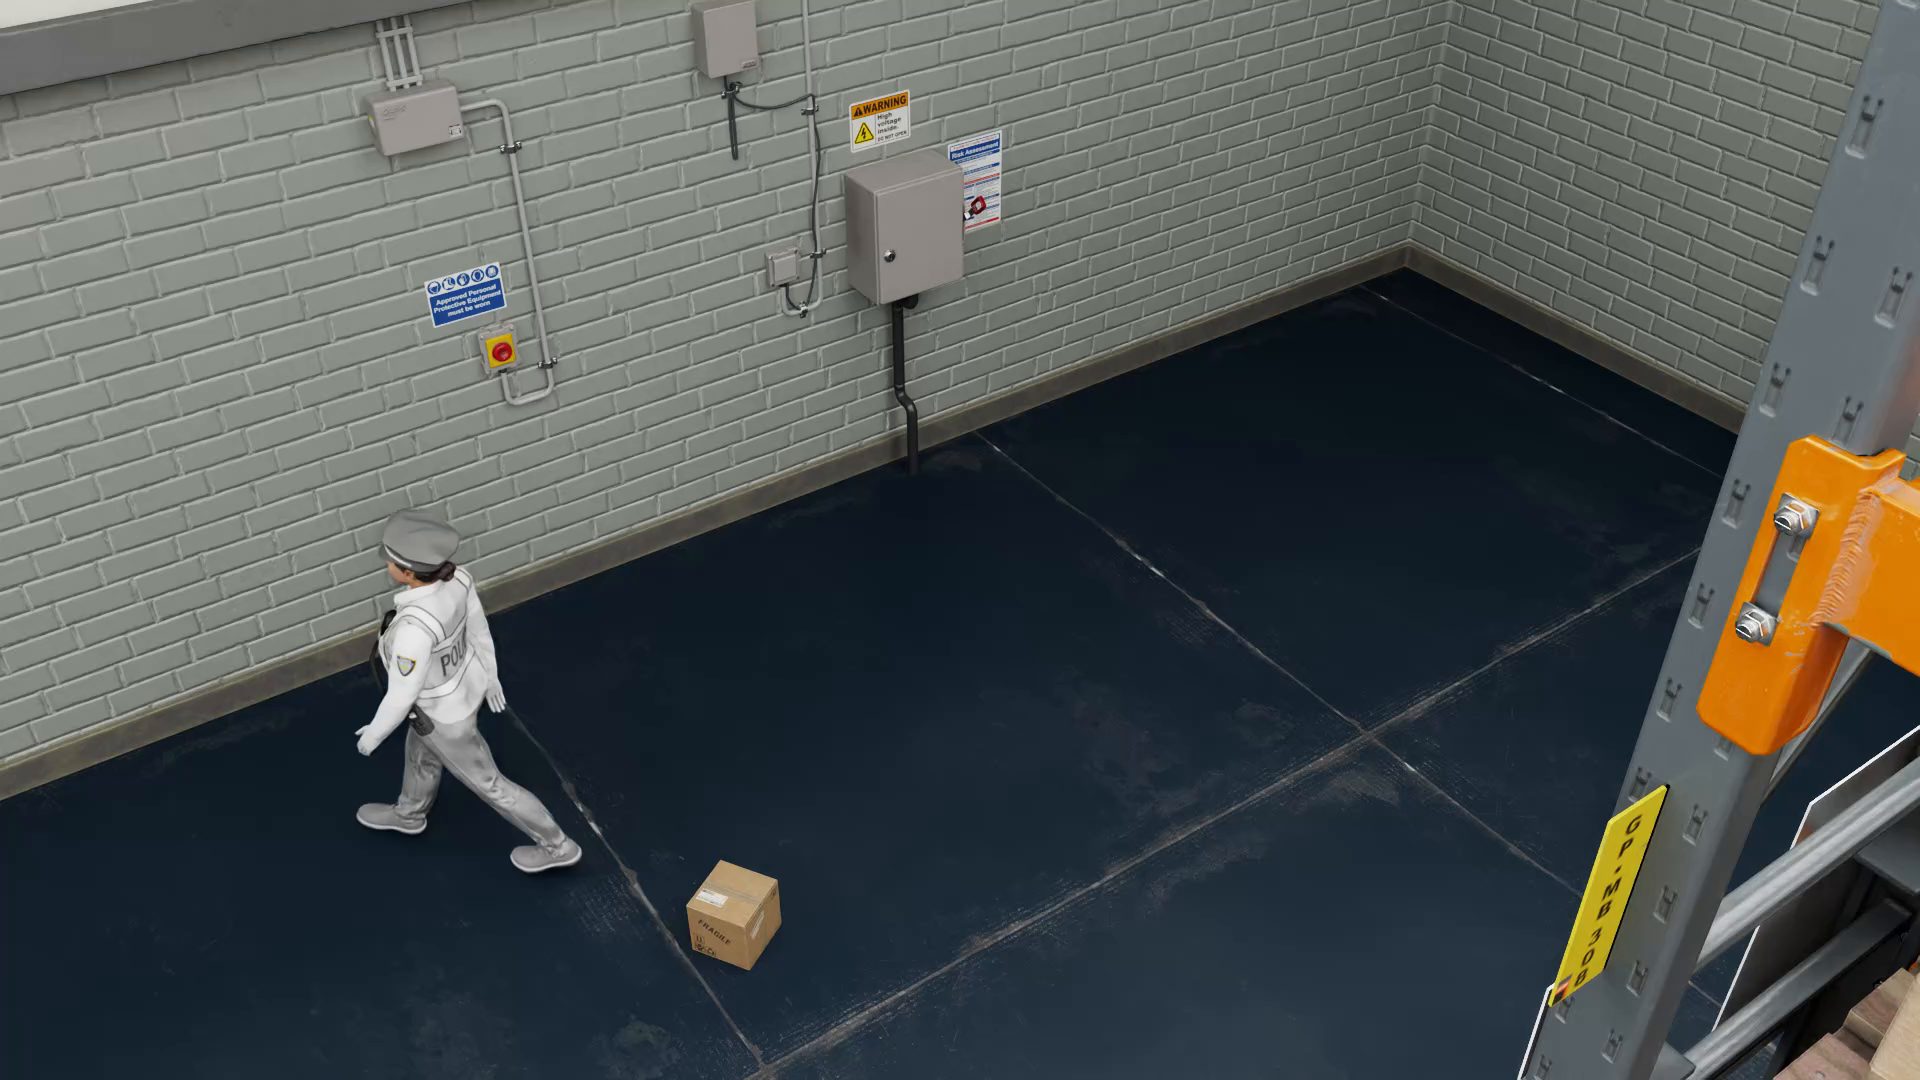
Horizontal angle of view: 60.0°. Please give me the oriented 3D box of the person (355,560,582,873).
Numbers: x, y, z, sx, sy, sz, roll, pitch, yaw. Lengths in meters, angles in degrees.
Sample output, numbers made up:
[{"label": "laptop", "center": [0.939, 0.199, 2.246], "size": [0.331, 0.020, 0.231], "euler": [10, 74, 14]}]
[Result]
[{"label": "person", "center": [-1.980, 0.610, 6.172], "size": [0.961, 1.594, 0.502], "euler": [3, 37, 4]}]
